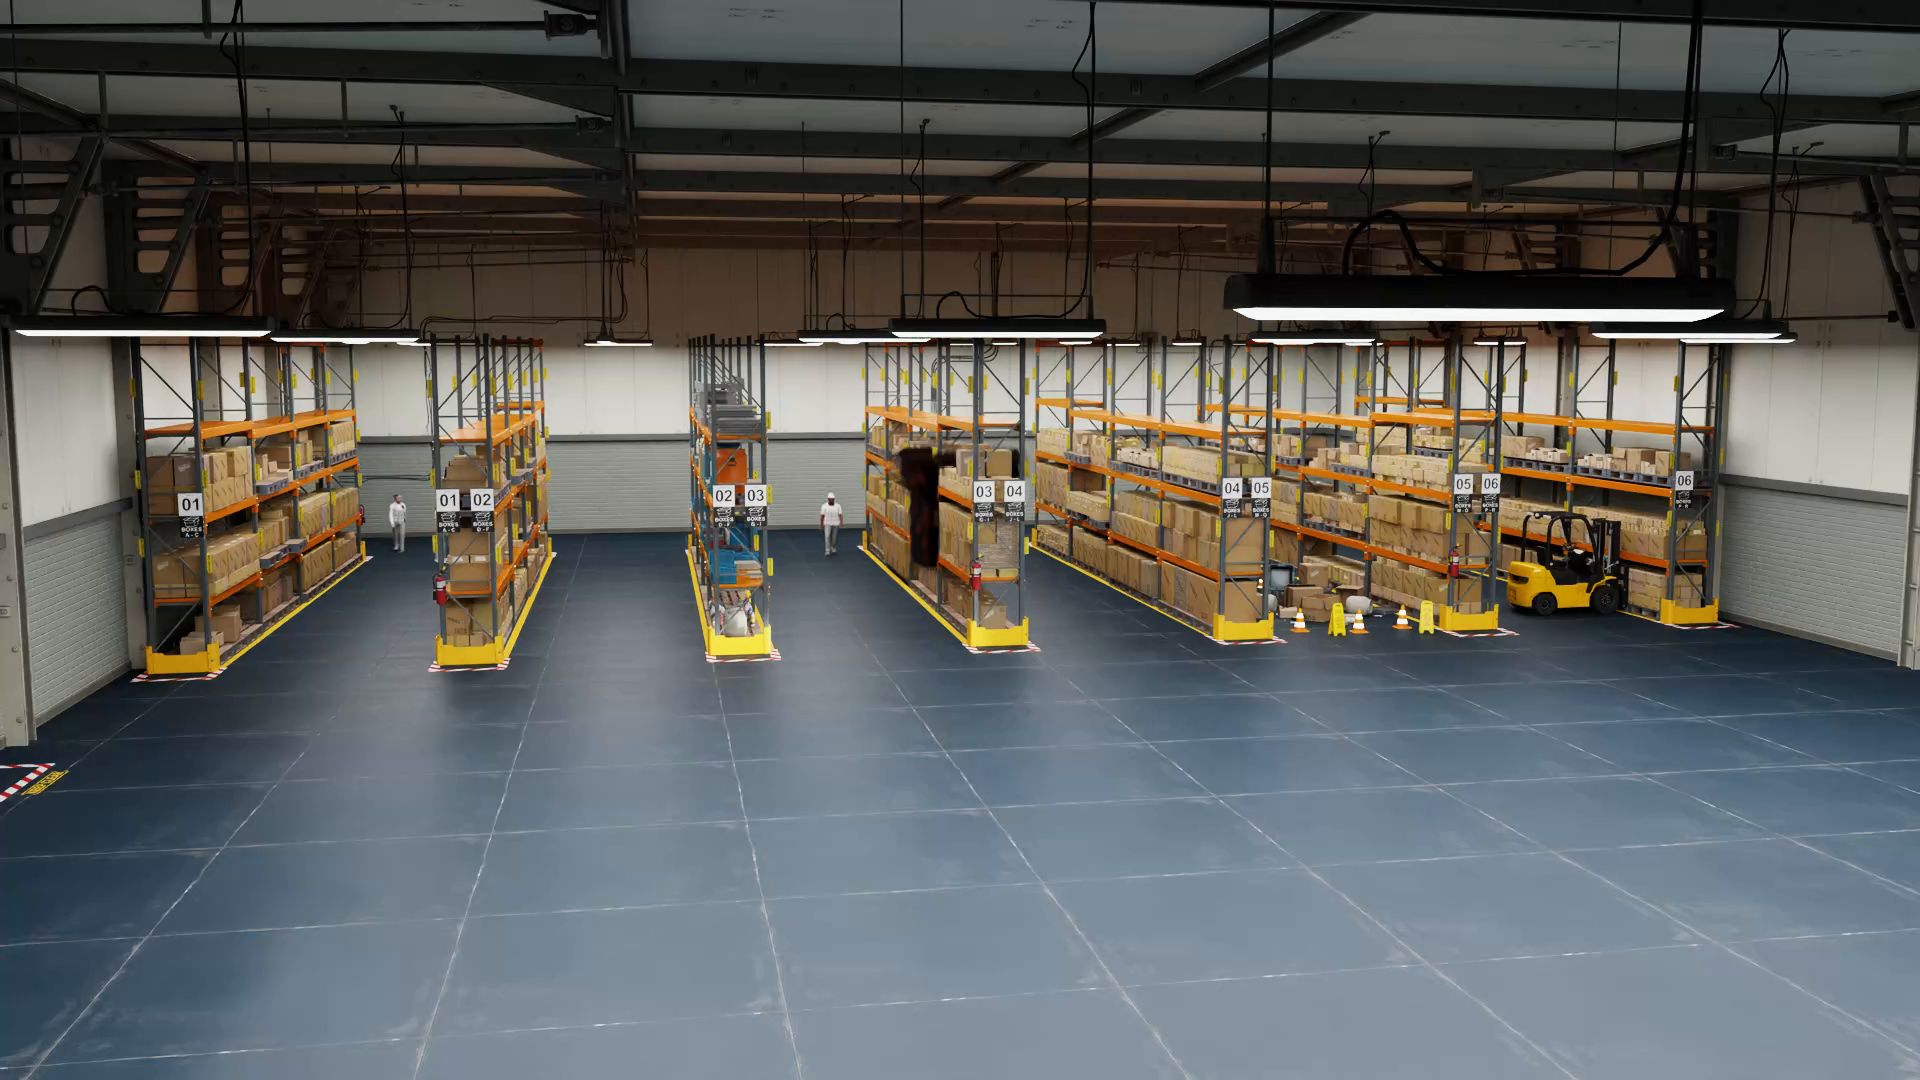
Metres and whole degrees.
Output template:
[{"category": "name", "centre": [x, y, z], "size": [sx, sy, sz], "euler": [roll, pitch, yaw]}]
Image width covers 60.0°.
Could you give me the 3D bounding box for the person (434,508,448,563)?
[{"category": "person", "centre": [-13.986, -0.236, 44.866], "size": [0.386, 1.694, 0.512], "euler": [0, 7, 1]}]

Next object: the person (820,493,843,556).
[{"category": "person", "centre": [-3.570, -0.437, 46.241], "size": [0.628, 1.719, 1.011], "euler": [0, 7, -4]}]

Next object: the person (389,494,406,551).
[{"category": "person", "centre": [-15.943, -0.512, 47.139], "size": [0.455, 1.616, 1.005], "euler": [-2, 7, -19]}]

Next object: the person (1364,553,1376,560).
[{"category": "person", "centre": [11.257, -0.314, 45.531], "size": [0.378, 1.678, 0.503], "euler": [0, 7, 2]}]
